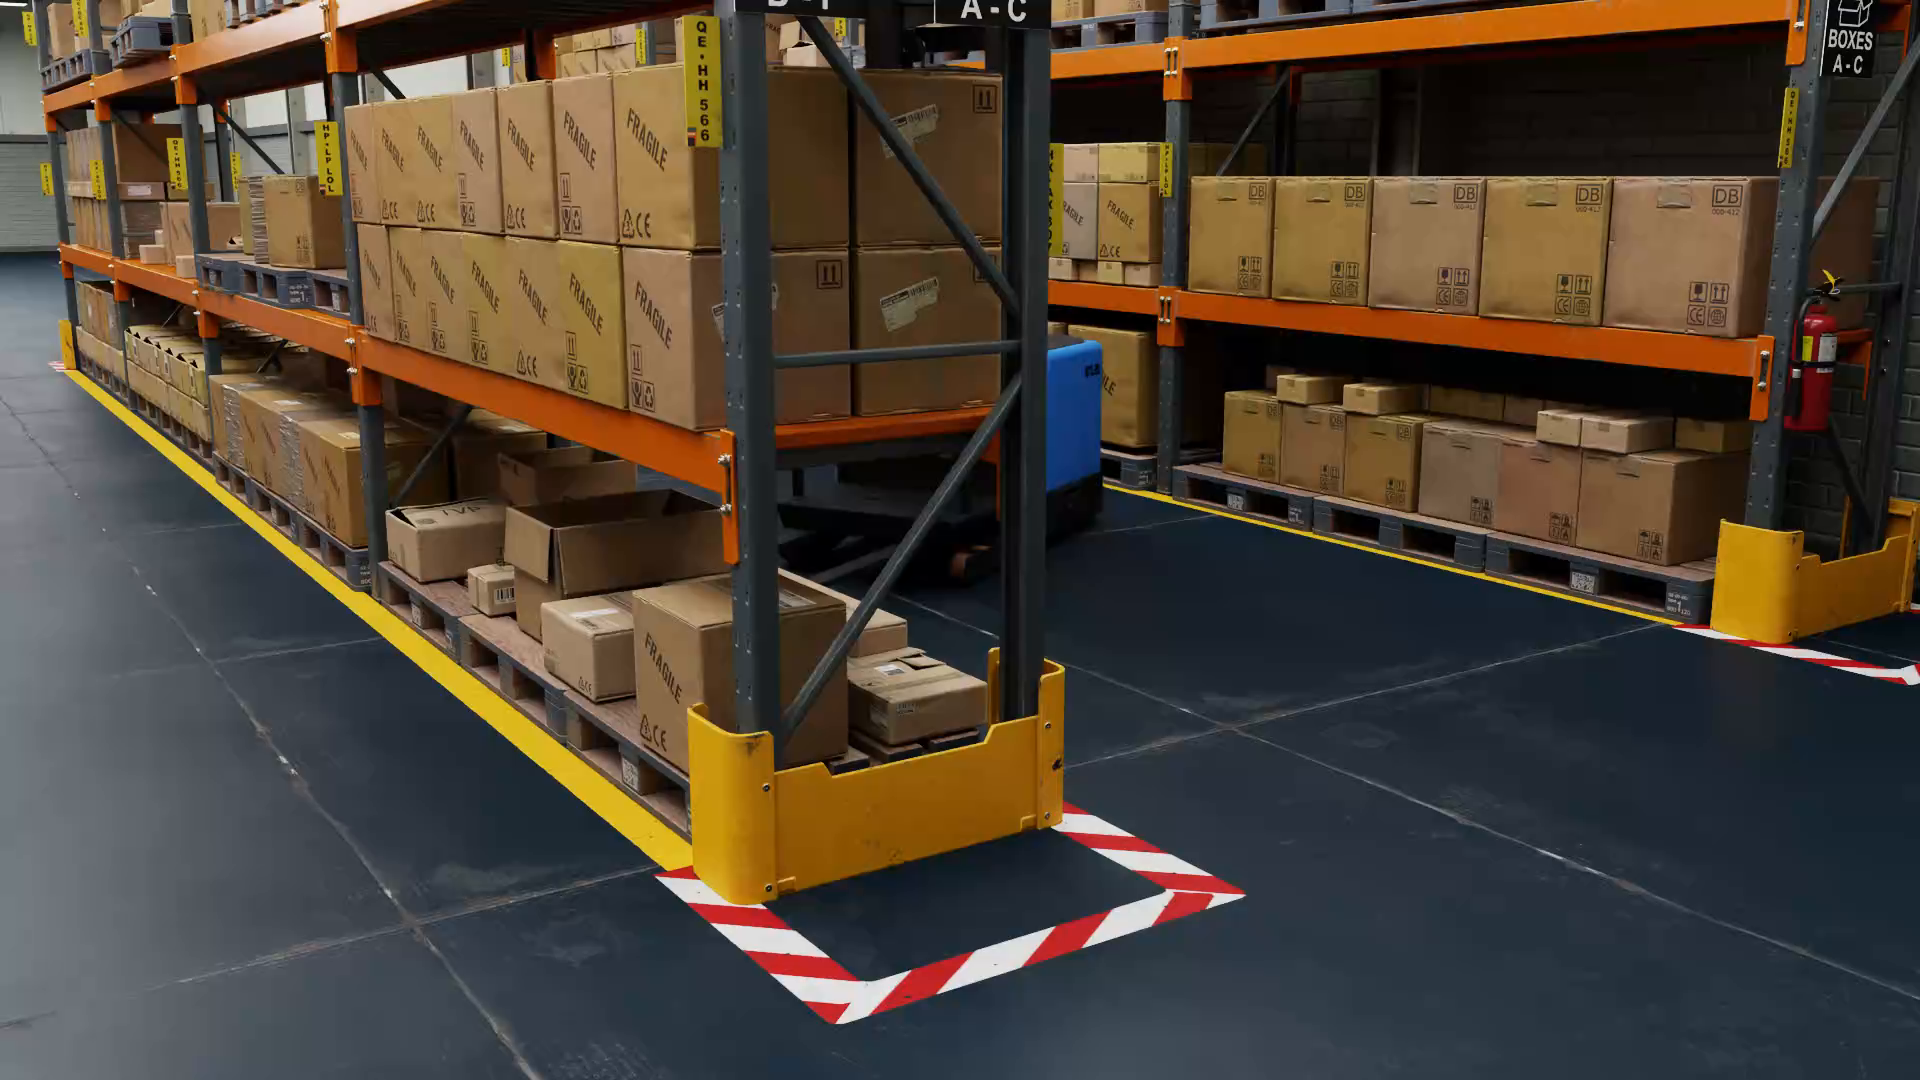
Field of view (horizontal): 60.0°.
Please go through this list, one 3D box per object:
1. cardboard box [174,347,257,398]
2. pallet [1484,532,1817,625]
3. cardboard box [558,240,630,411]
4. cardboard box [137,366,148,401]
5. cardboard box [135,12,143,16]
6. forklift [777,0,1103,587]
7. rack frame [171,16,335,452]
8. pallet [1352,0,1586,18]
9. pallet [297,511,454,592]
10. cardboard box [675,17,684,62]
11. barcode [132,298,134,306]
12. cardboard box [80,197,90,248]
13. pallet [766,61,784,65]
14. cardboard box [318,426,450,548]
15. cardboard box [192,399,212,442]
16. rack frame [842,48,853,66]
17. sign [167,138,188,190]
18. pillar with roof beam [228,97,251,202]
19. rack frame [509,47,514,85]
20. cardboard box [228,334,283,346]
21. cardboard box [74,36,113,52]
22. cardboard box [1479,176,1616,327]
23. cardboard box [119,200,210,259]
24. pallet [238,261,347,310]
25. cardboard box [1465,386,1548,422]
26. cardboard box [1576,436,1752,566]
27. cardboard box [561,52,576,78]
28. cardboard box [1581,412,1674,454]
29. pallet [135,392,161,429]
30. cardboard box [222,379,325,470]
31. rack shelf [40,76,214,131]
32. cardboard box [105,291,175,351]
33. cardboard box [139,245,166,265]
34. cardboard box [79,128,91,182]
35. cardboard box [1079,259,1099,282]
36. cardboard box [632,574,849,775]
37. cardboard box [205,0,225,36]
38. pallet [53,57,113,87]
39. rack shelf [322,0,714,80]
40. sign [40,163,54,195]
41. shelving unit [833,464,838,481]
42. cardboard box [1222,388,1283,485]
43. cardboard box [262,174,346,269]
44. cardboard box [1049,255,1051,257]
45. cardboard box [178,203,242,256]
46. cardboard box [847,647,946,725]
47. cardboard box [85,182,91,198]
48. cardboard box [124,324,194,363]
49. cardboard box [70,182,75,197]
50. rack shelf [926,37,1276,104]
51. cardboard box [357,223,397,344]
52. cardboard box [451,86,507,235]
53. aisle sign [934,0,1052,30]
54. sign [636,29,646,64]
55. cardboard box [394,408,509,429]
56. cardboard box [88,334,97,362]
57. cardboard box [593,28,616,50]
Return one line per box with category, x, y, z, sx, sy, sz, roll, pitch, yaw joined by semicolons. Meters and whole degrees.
cardboard box;-5.408;-1.234;12.124;0.500;0.311;0.500;-8;15;-34
pallet;3.426;0.123;8.307;1.003;0.211;1.213;-8;15;-33
cardboard box;-0.953;-0.708;5.344;0.500;0.500;0.500;-8;15;-32
cardboard box;-6.537;-1.324;13.847;0.500;0.250;0.500;-8;14;-31
cardboard box;-6.196;-4.043;13.176;0.500;0.250;0.500;-10;16;-38
forklift;-0.289;-1.314;8.509;1.130;2.935;3.031;6;14;27
rack frame;-4.620;-1.943;11.223;1.000;3.000;0.127;-8;15;-33
pallet;2.835;-2.877;8.681;1.003;0.211;1.213;-8;15;-33
pallet;-2.886;-0.009;8.909;1.003;0.211;1.213;-8;15;-33
cardboard box;-2.478;-4.854;16.297;0.500;0.500;0.500;-6;14;-25
barcode;-7.041;-2.022;14.161;0.001;0.075;0.075;-8;15;-33
cardboard box;-8.509;-3.237;16.908;0.700;0.500;0.500;-8;14;-31
pallet;-1.884;-4.308;15.459;1.213;0.211;1.003;-8;15;-33
cardboard box;-2.916;-0.279;8.437;0.500;0.500;0.500;-8;15;-33
cardboard box;-5.114;-0.869;11.768;0.500;0.250;0.500;-8;15;-31
rack frame;-0.498;-2.530;13.908;1.000;3.000;0.127;-8;15;-33
sign;-5.080;-2.442;10.797;0.100;0.325;0.005;-8;15;-33
pillar with roof beam;-20.704;-10.620;36.860;9.100;9.000;0.548;-8;15;-33
rack frame;-4.930;-6.883;19.773;1.000;3.000;0.127;-8;15;-33
cardboard box;-5.530;-1.481;13.254;0.500;0.311;0.500;-8;15;-33
cardboard box;-7.732;-4.452;14.956;0.380;0.149;0.250;-8;15;-33
cardboard box;3.231;-1.471;8.365;0.980;0.700;0.700;-8;15;-33
cardboard box;-7.087;-2.781;14.823;0.700;0.500;0.500;-9;15;-34
pallet;-3.539;-1.503;9.665;1.003;0.211;1.213;-8;15;-33
cardboard box;2.995;-0.747;9.106;0.380;0.149;0.250;-8;15;-32
cardboard box;3.463;-0.203;8.139;0.700;0.500;0.500;-8;15;-33
cardboard box;-4.080;-5.103;18.373;0.500;0.500;0.500;-7;14;-29
cardboard box;3.240;-0.522;8.075;0.380;0.149;0.250;-8;15;-33
pallet;-6.395;-1.165;14.196;1.003;0.211;1.213;-8;15;-33
cardboard box;-4.311;-0.729;10.496;0.500;0.500;0.500;-9;15;-35
rack shelf;-7.944;-4.124;15.859;1.077;0.370;4.000;-8;15;-33
cardboard box;-7.542;-2.029;15.317;0.500;0.500;0.500;-8;15;-33
cardboard box;-6.515;-2.349;13.672;0.380;0.149;0.250;-8;15;-33
cardboard box;-8.199;-3.772;16.316;0.700;0.500;0.500;-8;15;-33
cardboard box;1.030;-1.825;11.228;0.380;0.149;0.250;-8;14;-31
cardboard box;-0.694;0.419;5.246;0.500;0.500;0.500;-8;15;-33
cardboard box;-4.068;-3.292;10.141;0.910;0.500;0.500;-8;15;-33
pallet;-8.002;-4.441;15.836;1.003;0.211;1.213;-8;15;-33
rack shelf;-1.296;-1.989;6.100;1.077;0.370;4.000;-8;15;-33
sign;-9.518;-3.762;17.333;0.100;0.325;0.005;-8;15;-33
shelving unit;-0.669;-0.437;10.907;0.258;0.189;1.200;-2;12;-8
cardboard box;2.047;-0.657;10.213;0.700;0.500;0.500;-8;15;-32
cardboard box;-3.434;-1.792;9.318;0.500;0.500;0.700;11;16;41
cardboard box;0.690;-2.254;11.672;0.500;0.500;0.500;-8;15;-33
cardboard box;-5.563;-2.288;12.569;0.500;0.500;0.500;-9;15;-36
cardboard box;-0.272;0.490;5.703;0.380;0.166;0.250;-8;15;-33
cardboard box;-8.163;-3.362;15.963;0.380;0.149;0.250;-8;15;-32
cardboard box;-6.814;-1.687;14.195;0.500;0.311;0.500;-8;15;-33
cardboard box;-8.866;-3.589;17.001;0.380;0.149;0.250;-9;15;-34
rack shelf;0.610;-3.288;12.038;1.077;0.370;4.000;-8;15;-33
cardboard box;-2.348;-1.157;7.398;0.500;0.500;0.500;-8;14;-31
cardboard box;-1.519;-1.376;6.060;0.500;0.500;0.500;-8;14;-31
aisle sign;0.095;-1.812;4.543;0.394;0.787;0.004;-8;15;-33
sign;-3.162;-4.893;16.485;0.100;0.325;0.005;-8;15;-33
cardboard box;-2.774;-0.433;9.143;0.500;0.500;0.500;-8;15;-32
cardboard box;-8.384;-1.928;16.610;0.500;0.250;0.500;-8;15;-33
cardboard box;-3.532;-5.407;17.424;0.500;0.500;0.500;-7;14;-30
